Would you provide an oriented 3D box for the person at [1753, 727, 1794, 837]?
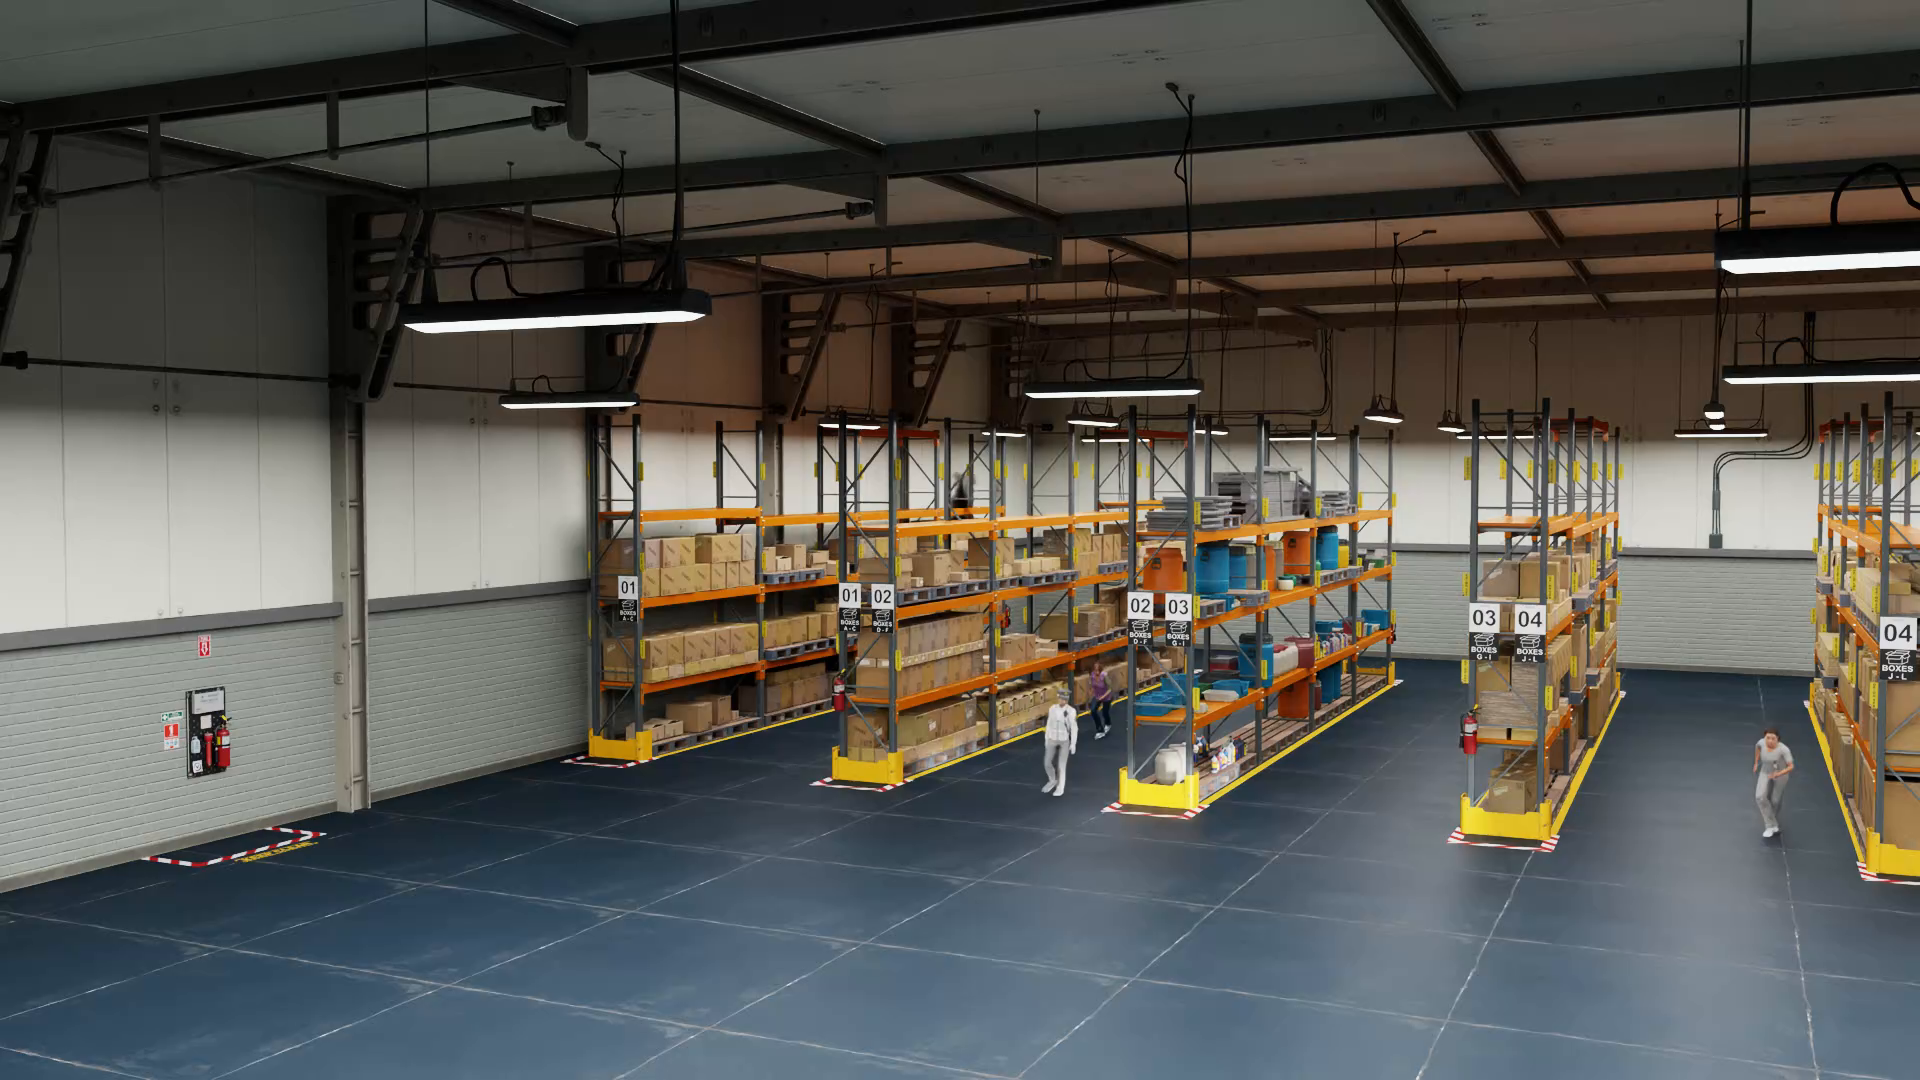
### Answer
[{"bbox_3d":[11.248,3.283,22.950,0.573,1.511,1.028,2,3,38],"label":"person"}]

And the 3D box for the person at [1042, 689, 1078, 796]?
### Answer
[{"bbox_3d":[1.528,3.102,25.558,0.597,1.646,0.406,1,3,20],"label":"person"}]

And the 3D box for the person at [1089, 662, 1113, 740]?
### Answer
[{"bbox_3d":[2.701,2.984,31.276,0.547,1.447,0.973,1,3,27],"label":"person"}]
